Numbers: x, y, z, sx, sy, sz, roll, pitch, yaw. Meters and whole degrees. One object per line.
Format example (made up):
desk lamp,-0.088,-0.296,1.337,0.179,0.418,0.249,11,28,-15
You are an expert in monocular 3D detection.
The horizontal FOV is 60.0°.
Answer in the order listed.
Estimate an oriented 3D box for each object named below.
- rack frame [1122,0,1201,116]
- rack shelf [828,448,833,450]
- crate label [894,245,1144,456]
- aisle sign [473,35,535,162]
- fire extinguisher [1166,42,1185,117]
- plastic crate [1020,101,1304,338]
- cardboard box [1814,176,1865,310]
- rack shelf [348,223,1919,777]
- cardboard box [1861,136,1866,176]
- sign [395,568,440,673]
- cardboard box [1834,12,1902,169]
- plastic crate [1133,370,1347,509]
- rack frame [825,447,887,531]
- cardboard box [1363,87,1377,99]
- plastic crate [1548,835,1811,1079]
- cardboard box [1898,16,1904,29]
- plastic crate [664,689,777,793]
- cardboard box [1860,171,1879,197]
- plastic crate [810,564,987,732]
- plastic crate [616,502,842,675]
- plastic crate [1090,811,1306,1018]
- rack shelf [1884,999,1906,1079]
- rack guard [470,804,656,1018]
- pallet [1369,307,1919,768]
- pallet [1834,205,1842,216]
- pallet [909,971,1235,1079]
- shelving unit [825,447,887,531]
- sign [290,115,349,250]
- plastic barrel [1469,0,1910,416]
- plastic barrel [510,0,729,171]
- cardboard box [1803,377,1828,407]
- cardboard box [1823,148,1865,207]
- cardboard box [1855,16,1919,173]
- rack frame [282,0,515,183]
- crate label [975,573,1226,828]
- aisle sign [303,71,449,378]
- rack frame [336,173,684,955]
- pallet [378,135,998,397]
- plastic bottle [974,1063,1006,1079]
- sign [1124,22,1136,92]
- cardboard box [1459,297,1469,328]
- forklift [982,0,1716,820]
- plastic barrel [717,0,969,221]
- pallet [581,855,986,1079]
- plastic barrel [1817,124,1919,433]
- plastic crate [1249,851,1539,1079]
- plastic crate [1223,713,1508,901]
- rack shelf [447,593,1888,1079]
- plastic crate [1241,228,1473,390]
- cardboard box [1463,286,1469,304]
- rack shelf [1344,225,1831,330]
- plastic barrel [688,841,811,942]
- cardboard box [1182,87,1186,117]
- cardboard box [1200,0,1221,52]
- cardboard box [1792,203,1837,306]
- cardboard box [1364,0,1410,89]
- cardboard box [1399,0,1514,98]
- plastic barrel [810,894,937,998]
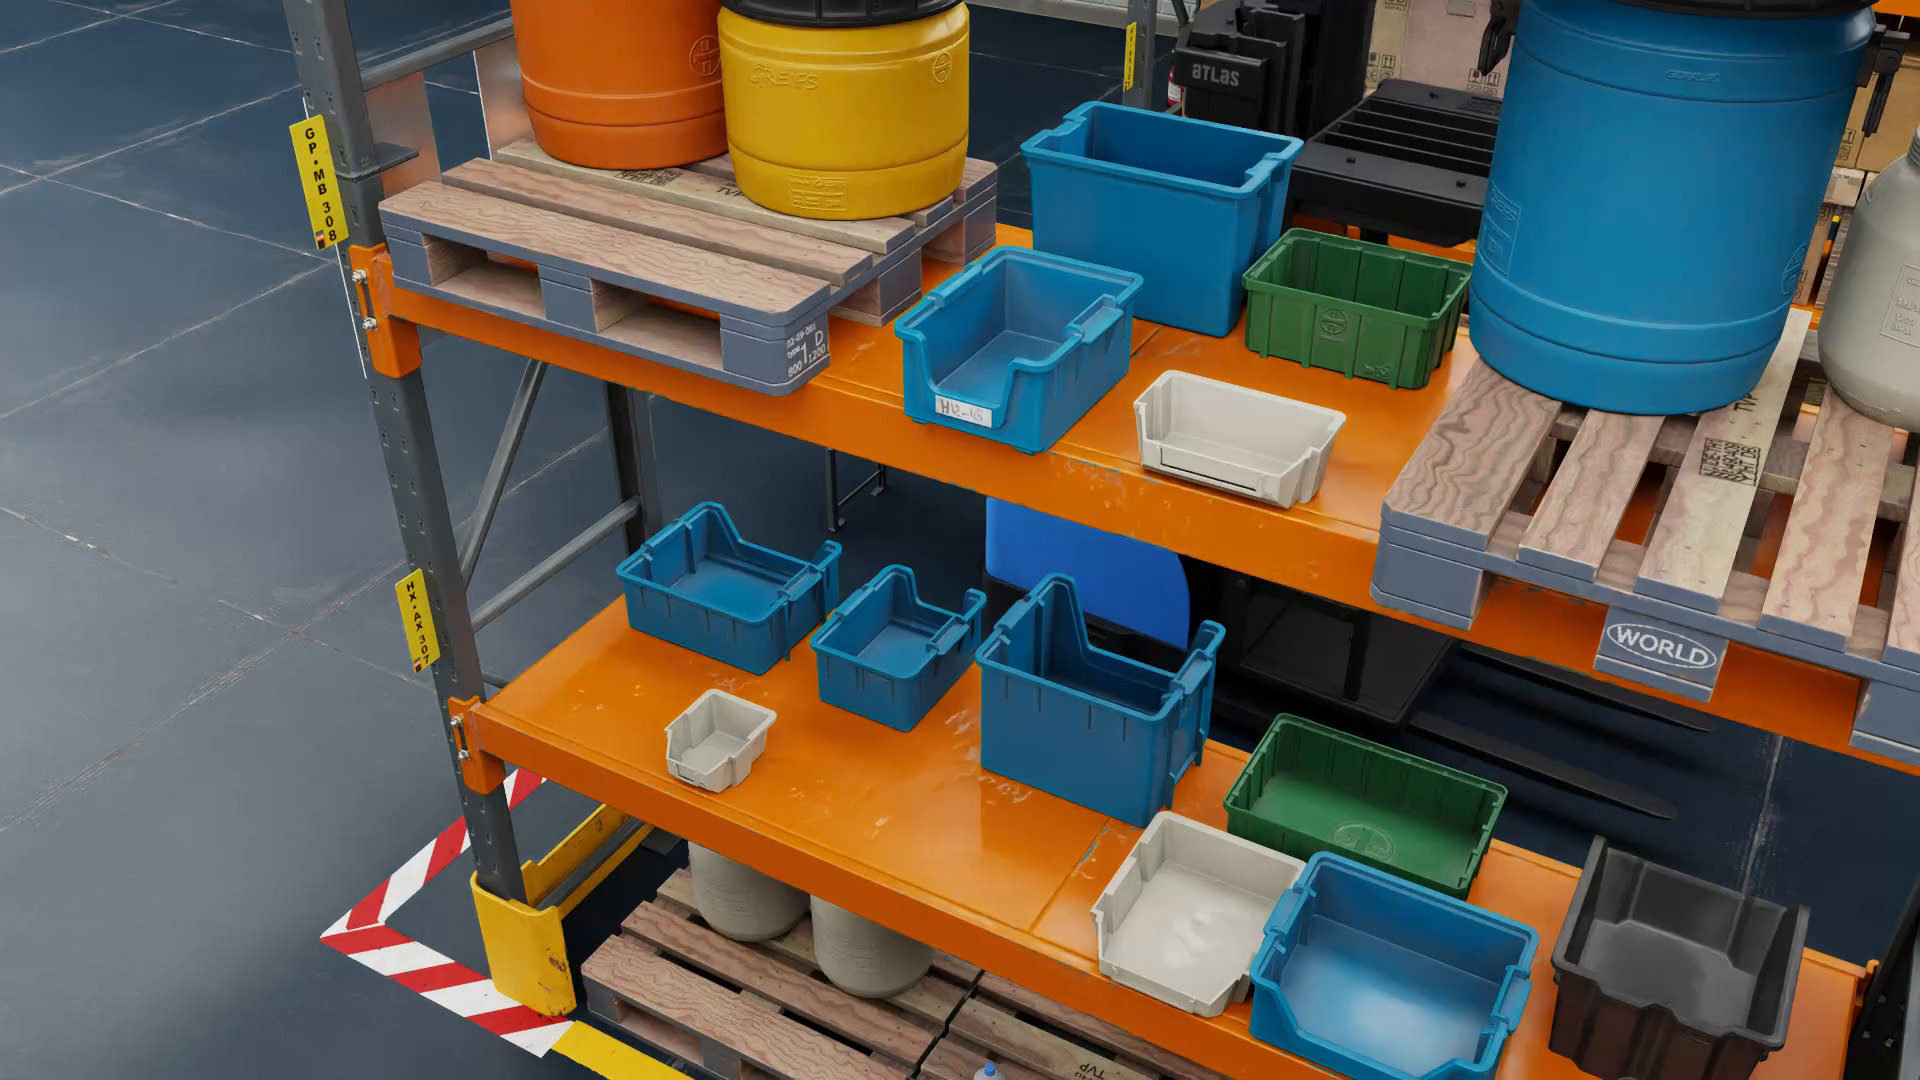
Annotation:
rack frame,1.131,-2.289,8.982,0.127,3.000,1.000,18,37,24
rack shelf,-0.078,-0.499,7.971,1.000,0.185,0.538,18,38,25
crate label,0.131,-0.420,3.602,0.408,0.251,0.502,18,37,24
aisle sign,-1.245,-1.151,4.927,0.004,0.787,0.394,18,37,24
fire extinguisher,1.259,-2.513,9.388,0.183,0.674,0.296,18,37,24
plastic crate,0.475,-0.769,4.007,0.575,0.384,0.392,18,37,24
cardboard box,4.216,-1.350,7.481,0.500,0.500,0.700,17,37,23
rack shelf,0.407,-0.306,3.946,4.000,0.370,1.077,18,37,24
cardboard box,4.024,-1.807,7.582,0.250,0.149,0.380,17,37,23
sign,-1.607,0.242,4.931,0.005,0.325,0.100,18,37,24
cardboard box,3.776,-2.028,7.329,0.500,0.500,0.700,17,37,24
plastic crate,0.549,-0.192,3.364,0.396,0.136,0.243,18,37,24
rack frame,-0.518,-0.790,8.084,0.032,1.500,0.500,18,38,25
cardboard box,2.030,-2.178,8.139,0.250,0.149,0.380,17,37,24
plastic crate,1.752,1.014,4.077,0.504,0.338,0.767,18,37,24
cardboard box,6.497,-3.504,10.924,0.500,0.250,0.500,18,38,25
plastic crate,-0.712,0.604,4.875,0.250,0.136,0.298,18,37,24
cardboard box,4.048,-1.542,7.183,0.250,0.149,0.380,17,37,23
plastic crate,-0.186,0.330,5.182,0.408,0.251,0.499,18,37,24
plastic crate,-0.747,0.149,5.454,0.616,0.251,0.499,18,37,24
plastic crate,0.608,0.978,4.312,0.437,0.136,0.530,18,37,24
rack shelf,3.880,2.043,3.125,4.000,0.370,1.077,18,37,24
rack guard,-1.240,1.132,6.099,0.348,0.500,1.175,18,37,24
pallet,1.468,-0.128,3.200,1.003,0.211,1.213,18,37,24
pallet,6.458,-2.581,11.936,1.213,0.211,1.003,18,37,24
pallet,0.517,1.814,5.335,1.213,0.211,1.003,18,37,24
shelving unit,-0.078,-0.649,7.872,1.048,1.500,0.538,18,38,25
sign,-1.607,-0.895,4.174,0.005,0.325,0.100,18,37,24
plastic barrel,1.332,-0.764,3.153,0.708,0.901,0.600,18,37,24
plastic barrel,-0.845,-1.436,4.228,0.708,0.830,0.600,18,37,24
cardboard box,4.357,-0.810,8.185,0.500,0.500,0.500,18,37,24
cardboard box,3.819,-1.612,7.290,0.250,0.149,0.380,16,37,23
cardboard box,4.216,-1.890,7.121,0.500,0.500,0.700,18,38,25
rack frame,-1.330,-2.404,3.741,0.127,3.000,1.000,18,37,24
crate label,0.402,0.455,4.829,0.616,0.435,0.502,18,37,24
aisle sign,-1.538,-0.868,4.501,0.004,0.787,0.394,18,37,24
rack frame,-1.330,0.093,5.404,0.127,3.000,1.000,18,37,24
pallet,-0.660,-0.802,4.212,1.213,0.211,1.003,18,37,24
plastic bottle,0.090,1.694,5.064,0.097,0.271,0.097,0,34,0
sign,0.851,-2.417,8.321,0.005,0.325,0.100,18,37,24
cardboard box,2.787,-0.963,8.416,0.500,0.500,0.500,18,37,24
forklift,1.612,-0.597,6.502,3.031,2.935,1.130,20,39,27
plastic barrel,-0.277,-1.156,4.025,0.600,0.588,0.600,0,34,0
pallet,-0.538,1.478,5.840,1.213,0.211,1.003,18,37,24
plastic barrel,1.867,-0.489,3.093,0.421,0.512,0.421,0,34,0
plastic crate,1.048,1.082,4.054,0.616,0.251,0.499,18,37,24
plastic crate,1.105,0.772,4.575,0.662,0.188,0.450,18,37,24
rack shelf,0.407,0.943,4.777,4.000,0.370,1.077,18,37,24
plastic crate,0.908,-0.532,3.827,0.450,0.188,0.336,18,37,24
cardboard box,2.362,-1.109,8.635,0.500,0.500,0.500,18,37,24
rack shelf,2.868,-1.440,8.355,4.000,0.370,1.077,18,37,24
plastic barrel,-0.720,1.098,5.760,0.421,0.512,0.421,0,34,0
cardboard box,1.530,-2.196,8.752,0.500,0.500,0.700,18,37,24
cardboard box,1.576,-2.722,8.370,0.500,0.500,0.700,18,38,25
cardboard box,3.755,-1.492,7.694,0.500,0.500,0.700,17,37,24
cardboard box,2.035,-2.580,8.157,0.500,0.500,0.700,17,37,23
cardboard box,2.474,-2.442,7.950,0.500,0.500,0.700,18,38,25
plastic barrel,-0.285,1.236,5.553,0.421,0.512,0.421,0,34,0
